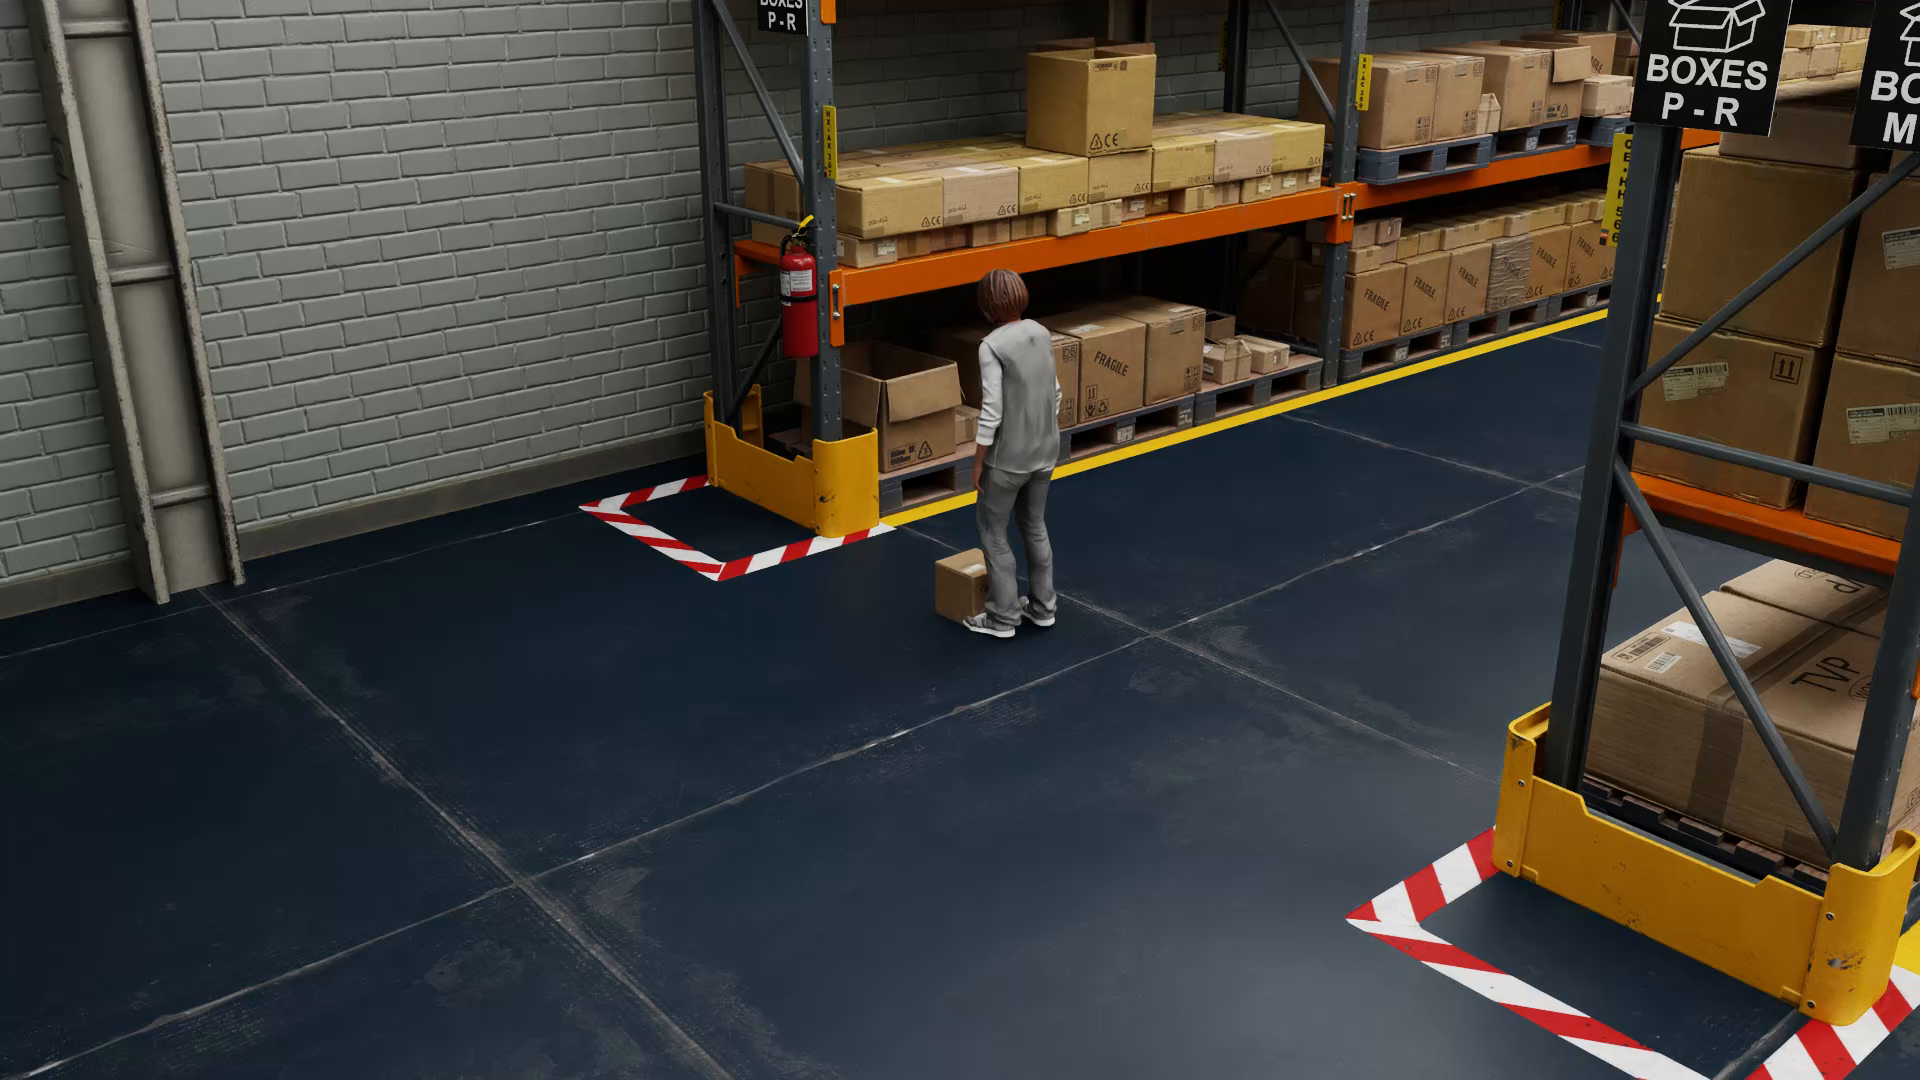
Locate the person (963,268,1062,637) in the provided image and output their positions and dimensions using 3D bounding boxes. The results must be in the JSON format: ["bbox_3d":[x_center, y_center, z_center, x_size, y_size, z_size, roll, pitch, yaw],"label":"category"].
[{"bbox_3d":[0.221,-0.348,6.995,0.477,1.591,0.377,-19,28,-40],"label":"person"}]
